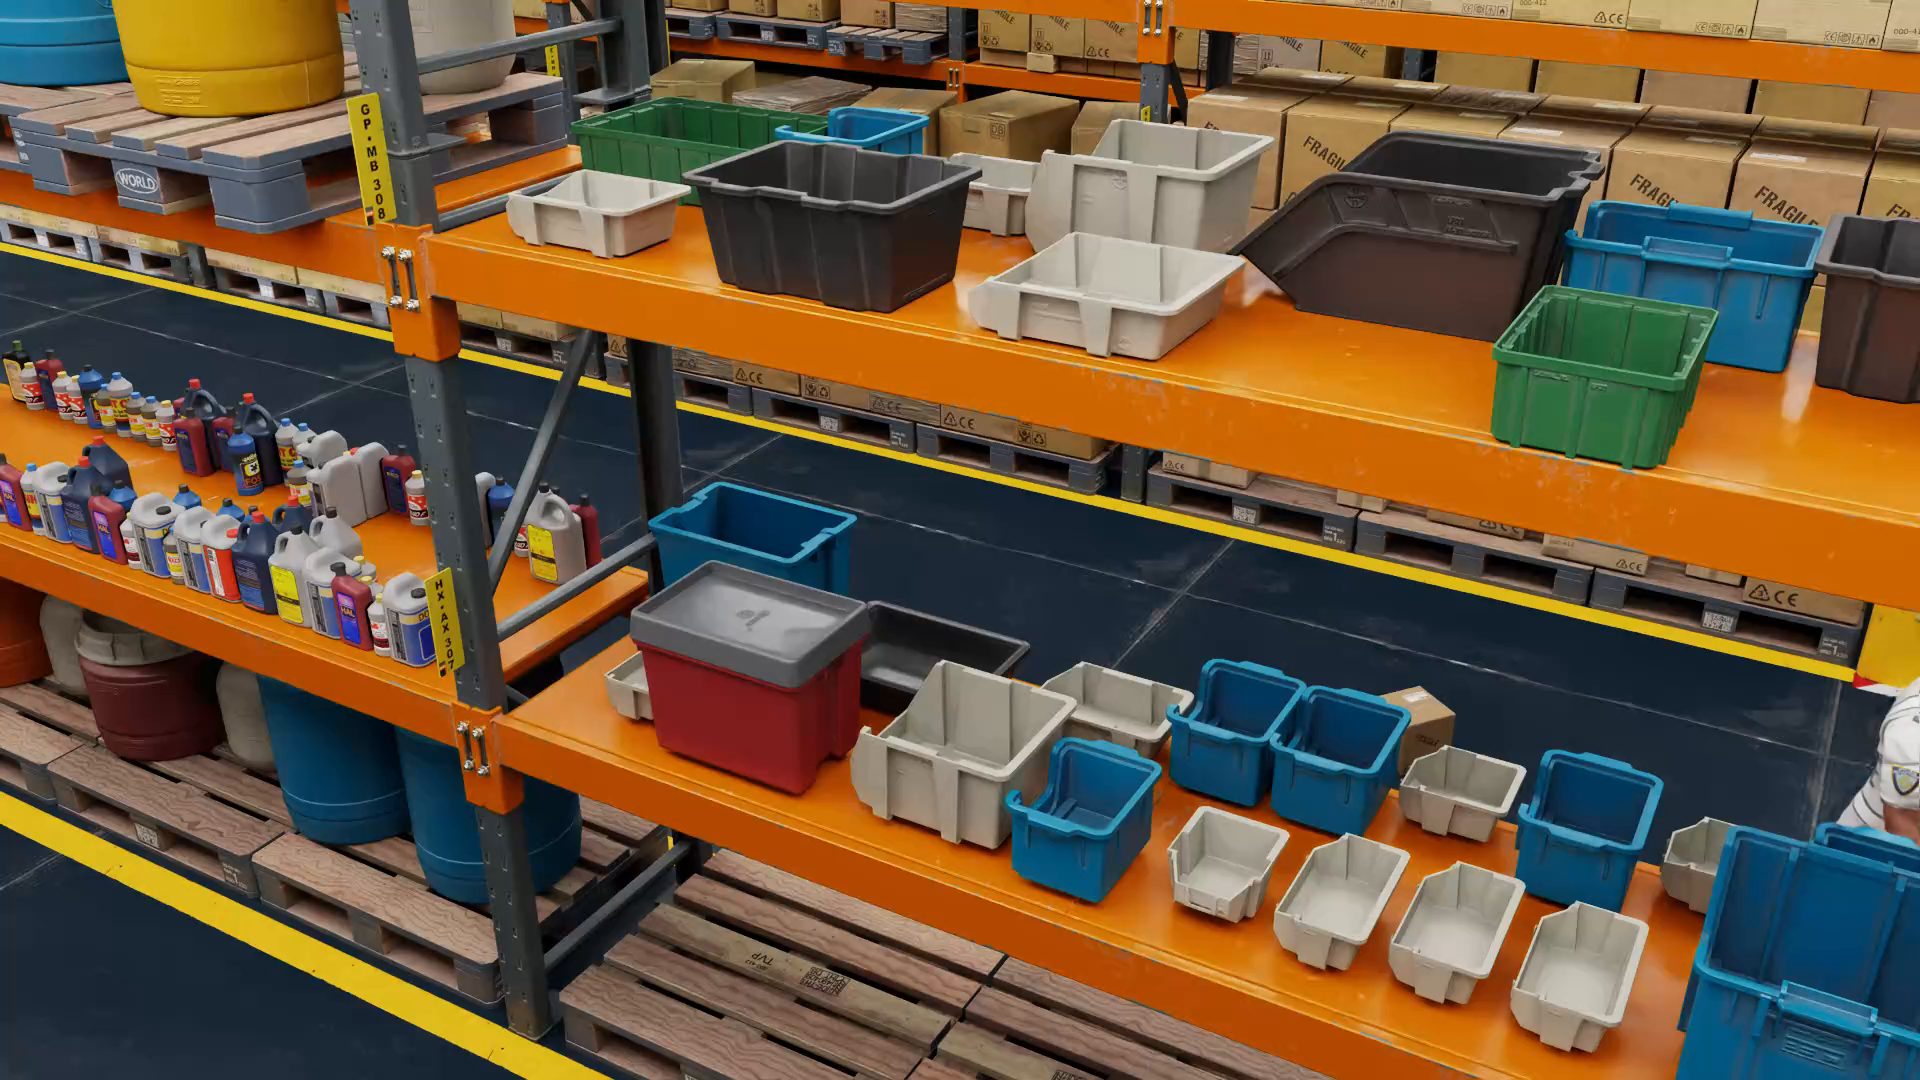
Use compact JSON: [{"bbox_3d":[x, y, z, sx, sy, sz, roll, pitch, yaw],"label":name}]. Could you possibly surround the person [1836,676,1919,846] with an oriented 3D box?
[{"bbox_3d":[2.978,0.975,5.126,0.595,1.703,1.090,-19,32,-33],"label":"person"}]
